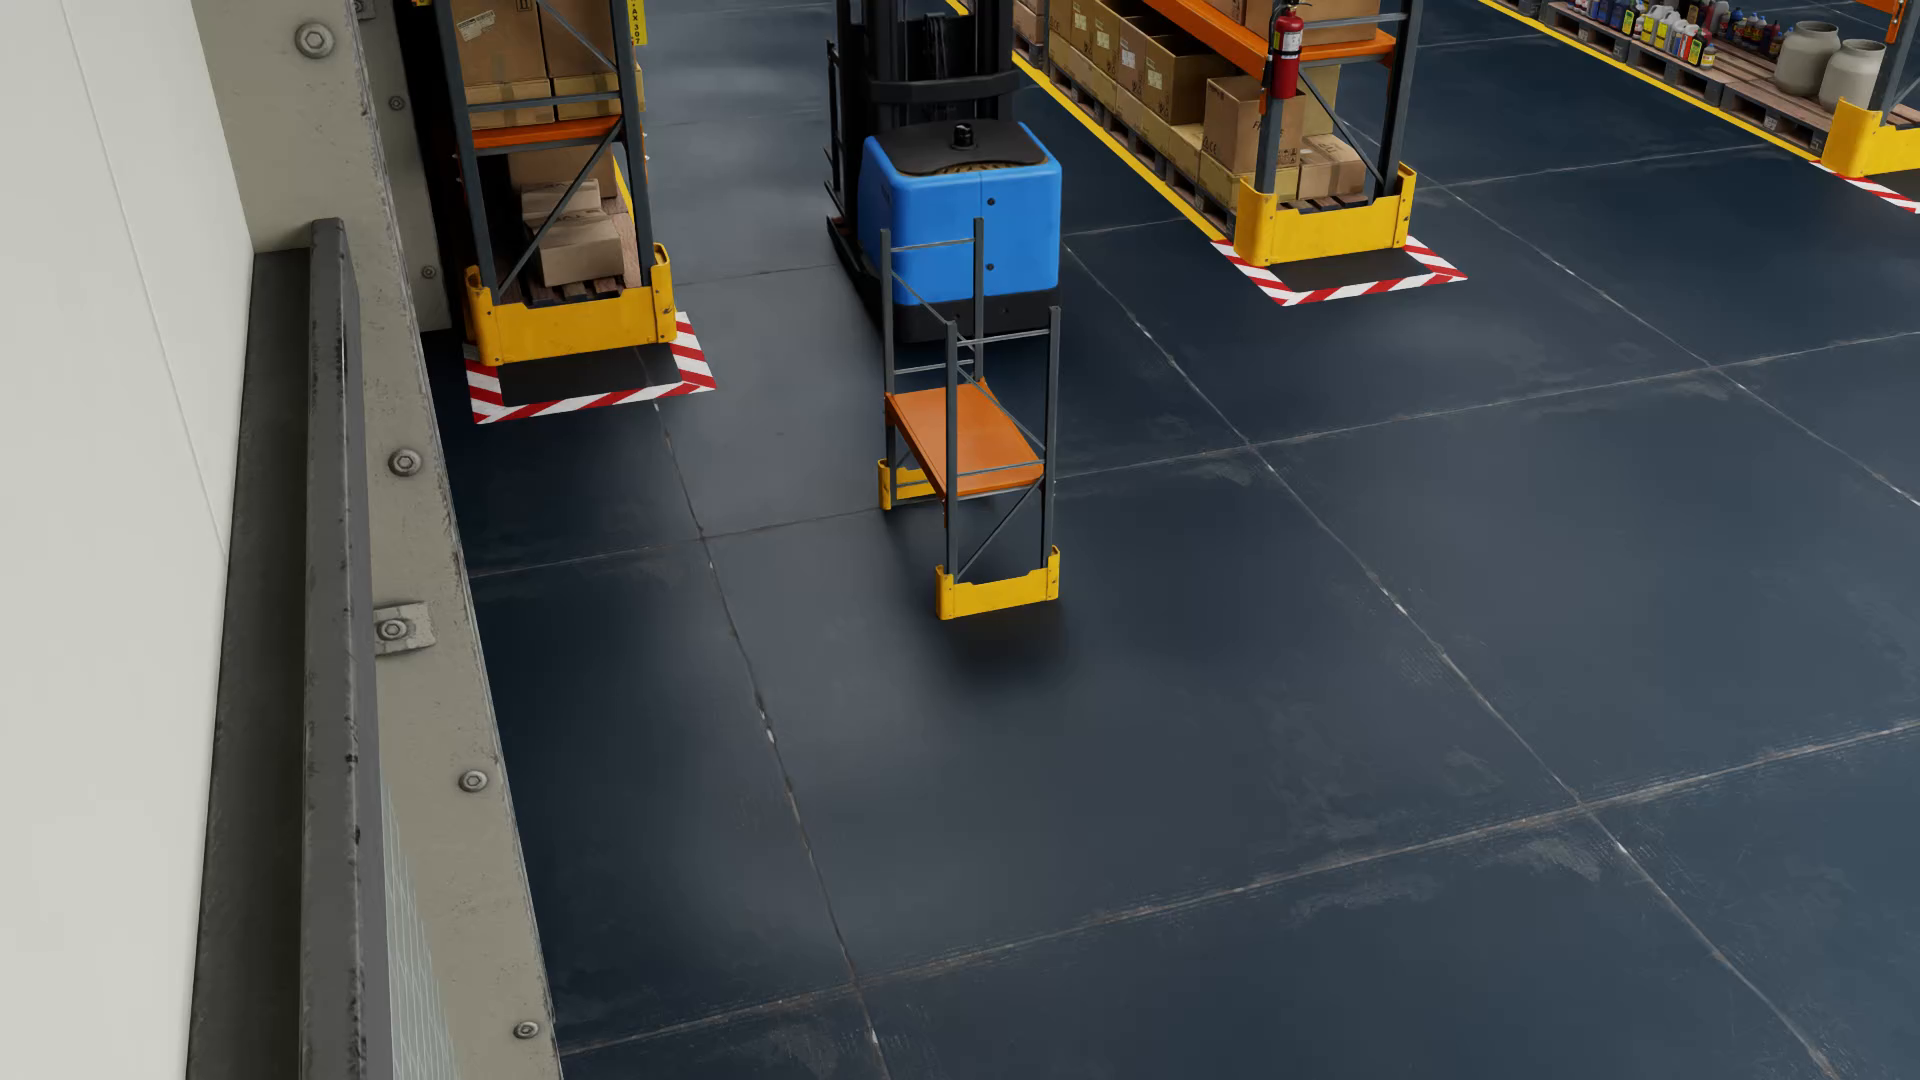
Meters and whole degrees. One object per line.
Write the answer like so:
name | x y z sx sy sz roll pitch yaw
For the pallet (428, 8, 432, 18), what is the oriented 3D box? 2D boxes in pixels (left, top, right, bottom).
pallet | -4.493 -5.040 15.686 1.003 0.211 1.213 -10 35 -15

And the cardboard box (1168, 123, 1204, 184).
cardboard box | 1.818 -2.769 11.833 0.500 0.250 0.500 -10 35 -15

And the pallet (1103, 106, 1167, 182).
pallet | 1.785 -3.119 12.779 1.003 0.211 1.213 -10 35 -15

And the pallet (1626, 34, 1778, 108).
pallet | 6.466 -4.015 14.135 1.003 0.211 1.213 -10 35 -15

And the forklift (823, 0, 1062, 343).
forklift | -0.276 -3.202 10.437 1.130 2.935 3.031 -9 34 -13

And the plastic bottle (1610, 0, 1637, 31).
plastic bottle | 5.834 -4.665 14.593 0.144 0.351 0.185 -11 35 -17

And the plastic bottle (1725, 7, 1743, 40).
plastic bottle | 6.692 -4.468 14.366 0.097 0.271 0.097 0 33 0

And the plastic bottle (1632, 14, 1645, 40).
plastic bottle | 5.898 -4.450 14.403 0.097 0.201 0.097 0 33 0

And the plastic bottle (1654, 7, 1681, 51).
plastic bottle | 6.020 -4.345 14.108 0.144 0.351 0.185 -9 34 -13

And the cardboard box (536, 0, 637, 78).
cardboard box | -2.149 -2.973 9.467 0.500 0.500 0.500 -10 35 -15

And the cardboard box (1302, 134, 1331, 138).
cardboard box | 2.319 -2.857 11.967 0.500 0.250 0.500 -10 35 -15

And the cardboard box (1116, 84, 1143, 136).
cardboard box | 1.513 -3.294 12.627 0.500 0.250 0.500 -10 35 -15

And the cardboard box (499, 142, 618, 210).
cardboard box | -2.765 -2.625 11.371 0.700 0.500 0.500 -12 35 -18

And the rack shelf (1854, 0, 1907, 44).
rack shelf | 6.535 -4.829 13.490 1.077 0.370 4.000 -10 35 -15

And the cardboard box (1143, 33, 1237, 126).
cardboard box | 1.661 -3.344 12.022 0.500 0.500 0.500 -10 35 -15

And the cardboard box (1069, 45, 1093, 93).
cardboard box | 1.207 -3.819 13.422 0.500 0.250 0.500 -10 35 -15

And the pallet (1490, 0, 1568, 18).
pallet | 5.649 -5.422 16.264 1.003 0.211 1.213 -10 35 -15

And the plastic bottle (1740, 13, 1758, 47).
plastic bottle | 6.754 -4.362 14.205 0.097 0.271 0.097 0 33 0

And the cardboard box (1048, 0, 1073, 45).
cardboard box | 1.050 -4.393 13.611 0.500 0.500 0.500 -10 35 -15

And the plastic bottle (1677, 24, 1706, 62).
plastic bottle | 6.117 -4.154 13.887 0.152 0.276 0.135 -10 35 -14

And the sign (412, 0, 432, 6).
sign | -2.824 -2.946 8.650 0.100 0.325 0.005 -10 35 -15

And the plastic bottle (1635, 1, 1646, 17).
plastic bottle | 5.914 -4.561 14.508 0.097 0.271 0.097 0 33 0

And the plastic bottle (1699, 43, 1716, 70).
plastic bottle | 6.168 -3.986 13.701 0.097 0.201 0.097 0 33 0

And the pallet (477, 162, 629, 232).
pallet | -2.895 -2.362 11.633 1.003 0.211 1.213 -10 35 -15

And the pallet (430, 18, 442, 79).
pallet | -4.124 -4.400 14.718 1.003 0.211 1.213 -10 35 -15

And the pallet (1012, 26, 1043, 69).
pallet | 0.945 -4.566 14.968 1.003 0.211 1.213 -10 35 -15

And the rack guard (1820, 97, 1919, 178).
rack guard | 7.077 -3.069 12.440 1.175 0.500 0.348 -10 35 -15

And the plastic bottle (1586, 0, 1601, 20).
plastic bottle | 5.730 -4.821 14.896 0.152 0.276 0.135 -9 34 -13

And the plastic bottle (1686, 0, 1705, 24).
plastic bottle | 6.463 -4.639 14.615 0.061 0.283 0.133 -10 35 -15

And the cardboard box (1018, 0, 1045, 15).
cardboard box | 0.810 -4.775 14.360 0.500 0.311 0.500 -10 35 -15

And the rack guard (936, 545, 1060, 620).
rack guard | 0.175 0.197 7.725 0.587 0.250 0.087 -10 35 -15

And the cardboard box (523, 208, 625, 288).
cardboard box | -2.415 -1.854 10.374 0.500 0.311 0.500 -14 36 -20

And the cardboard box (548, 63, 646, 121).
cardboard box | -2.136 -2.669 9.686 0.500 0.250 0.500 -11 35 -16

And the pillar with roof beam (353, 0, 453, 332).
pillar with roof beam | 0.773 -5.862 8.959 9.100 9.000 0.400 -10 35 -15

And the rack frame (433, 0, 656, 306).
rack frame | -2.290 -2.414 9.182 1.000 3.000 0.127 -10 35 -15

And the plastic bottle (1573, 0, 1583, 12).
plastic bottle | 5.636 -4.901 15.086 0.097 0.201 0.097 0 33 0

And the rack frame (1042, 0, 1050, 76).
rack frame | 1.207 -5.349 13.623 1.000 3.000 0.127 -10 35 -15

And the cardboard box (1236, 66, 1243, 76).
cardboard box | 2.156 -3.431 12.154 0.500 0.500 0.500 -10 35 -15

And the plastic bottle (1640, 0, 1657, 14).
plastic bottle | 6.259 -4.944 15.015 0.144 0.351 0.185 -10 35 -15

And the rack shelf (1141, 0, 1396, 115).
rack shelf | 1.817 -3.998 12.233 1.077 0.370 4.000 -10 35 -15

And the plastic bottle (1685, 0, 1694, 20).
plastic bottle | 6.544 -4.761 14.799 0.061 0.283 0.133 -8 34 -12

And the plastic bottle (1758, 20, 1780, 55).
plastic bottle | 6.837 -4.256 14.035 0.061 0.283 0.133 -9 35 -14

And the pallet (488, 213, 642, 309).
pallet | -2.527 -1.723 10.665 1.003 0.211 1.213 -10 35 -15

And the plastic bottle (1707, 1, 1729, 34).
plastic bottle | 6.599 -4.581 14.533 0.152 0.276 0.135 -9 35 -14

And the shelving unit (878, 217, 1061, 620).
shelving unit | 0.023 -0.586 7.776 0.587 1.500 1.083 -10 35 -15

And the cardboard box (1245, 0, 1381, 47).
cardboard box | 2.297 -3.538 10.792 0.700 0.500 0.500 -10 35 -15

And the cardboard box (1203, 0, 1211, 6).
cardboard box | 1.986 -4.074 11.604 0.700 0.500 0.500 -10 35 -14

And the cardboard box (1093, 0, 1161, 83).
cardboard box | 1.355 -3.868 12.816 0.500 0.500 0.500 -10 35 -15

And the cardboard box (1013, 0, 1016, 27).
cardboard box | 0.652 -4.812 14.924 0.500 0.250 0.500 -11 35 -15

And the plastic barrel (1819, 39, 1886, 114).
plastic barrel | 6.872 -3.549 12.776 0.421 0.512 0.421 0 33 0

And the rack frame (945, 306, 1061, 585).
rack frame | 0.181 -0.314 7.365 0.500 1.500 0.032 -10 35 -15

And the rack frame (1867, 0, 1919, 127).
rack frame | 7.145 -4.080 11.703 1.000 3.000 0.127 -10 35 -15

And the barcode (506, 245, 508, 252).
barcode | -2.801 -1.800 10.284 0.001 0.075 0.075 -10 35 -15

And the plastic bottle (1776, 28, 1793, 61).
plastic bottle | 6.889 -4.129 13.854 0.097 0.271 0.097 0 33 0
